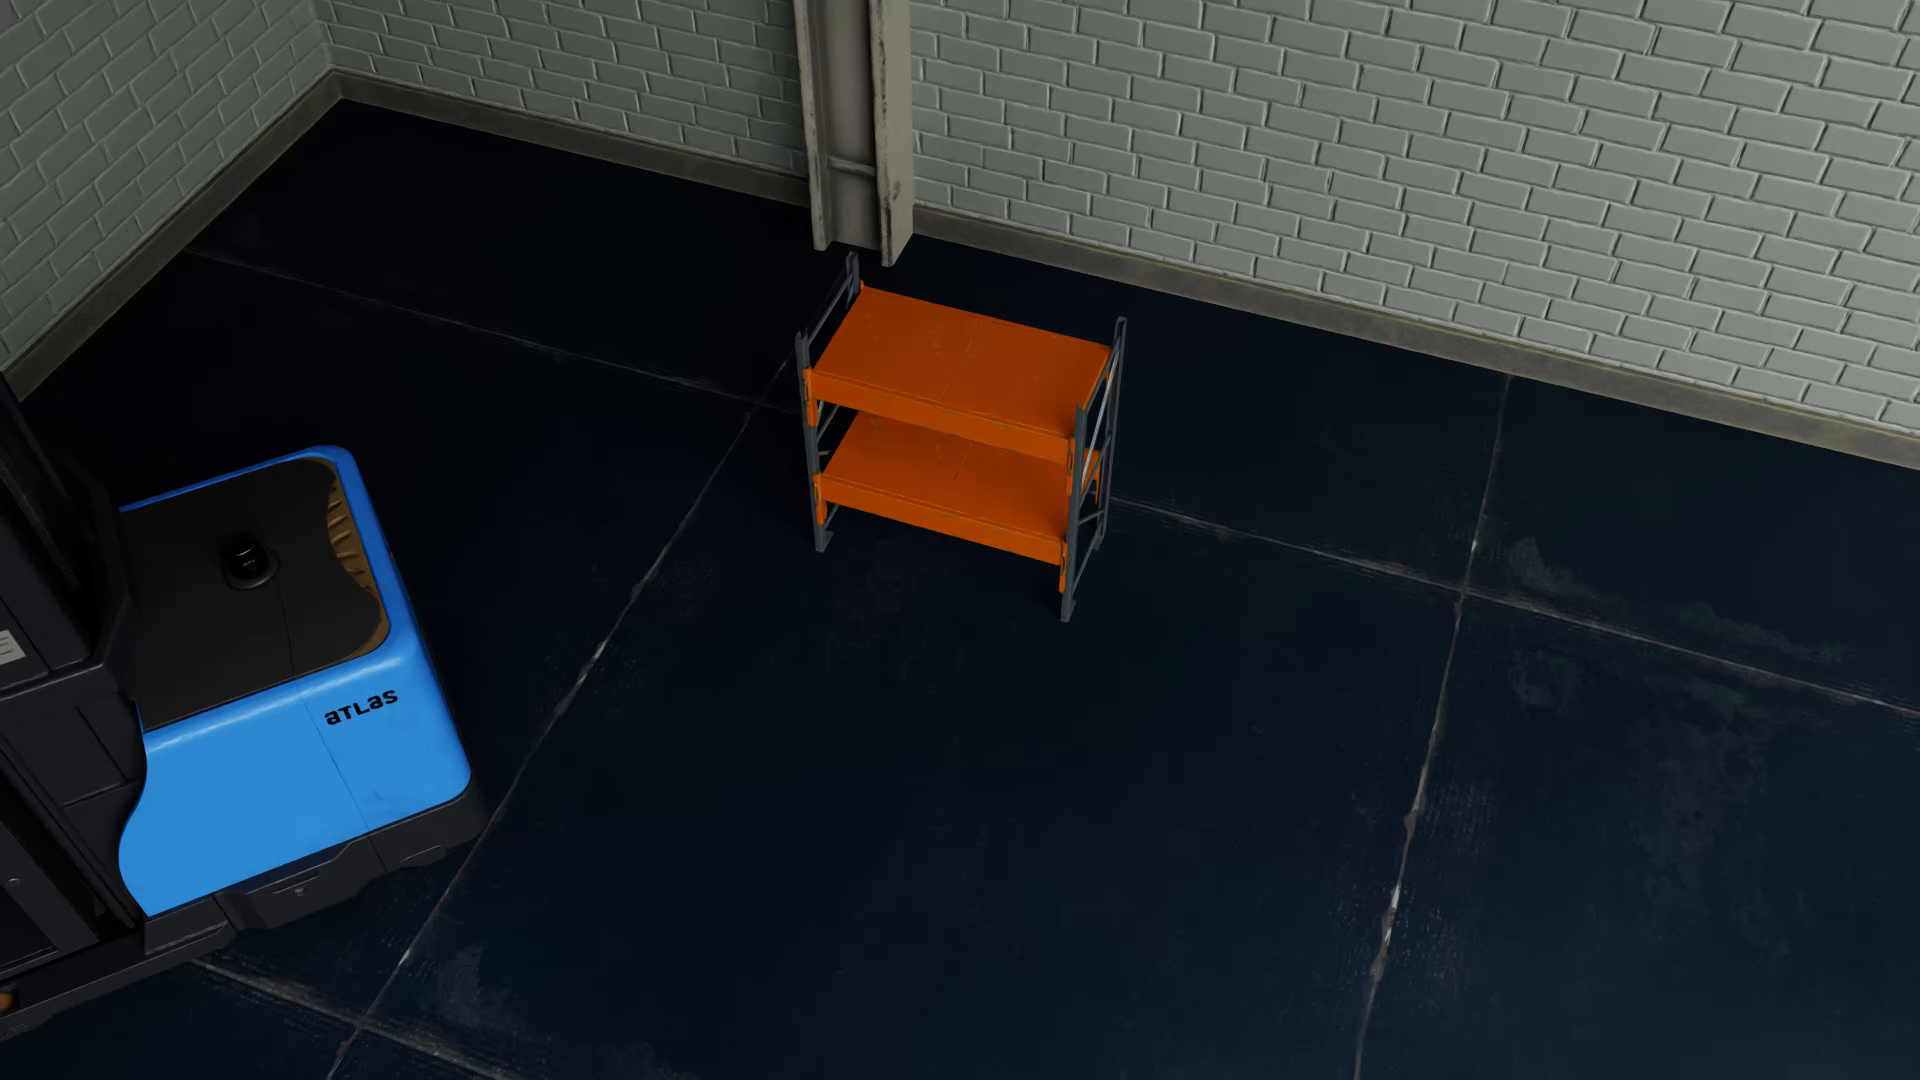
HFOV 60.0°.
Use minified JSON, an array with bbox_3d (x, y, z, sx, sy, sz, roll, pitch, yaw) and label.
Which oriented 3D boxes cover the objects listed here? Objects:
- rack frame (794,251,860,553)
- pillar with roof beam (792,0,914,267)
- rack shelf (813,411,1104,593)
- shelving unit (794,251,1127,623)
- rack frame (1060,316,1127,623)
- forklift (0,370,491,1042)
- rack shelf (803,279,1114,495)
[{"bbox_3d":[-0.471,-0.500,6.305,0.032,1.125,0.500,16,51,13],"label":"rack frame"},{"bbox_3d":[-1.943,-1.320,1.806,0.400,9.000,9.100,16,51,13],"label":"pillar with roof beam"},{"bbox_3d":[0.006,-0.206,6.375,1.000,0.278,0.538,16,51,13],"label":"rack shelf"},{"bbox_3d":[0.006,-0.367,6.190,1.048,1.125,0.538,16,51,13],"label":"shelving unit"},{"bbox_3d":[0.483,-0.234,6.075,0.032,1.125,0.500,16,51,13],"label":"rack frame"},{"bbox_3d":[-3.164,0.226,4.481,3.031,2.935,1.130,-21,52,-17],"label":"forklift"},{"bbox_3d":[0.006,-0.558,5.969,1.000,0.278,0.538,16,51,13],"label":"rack shelf"}]
